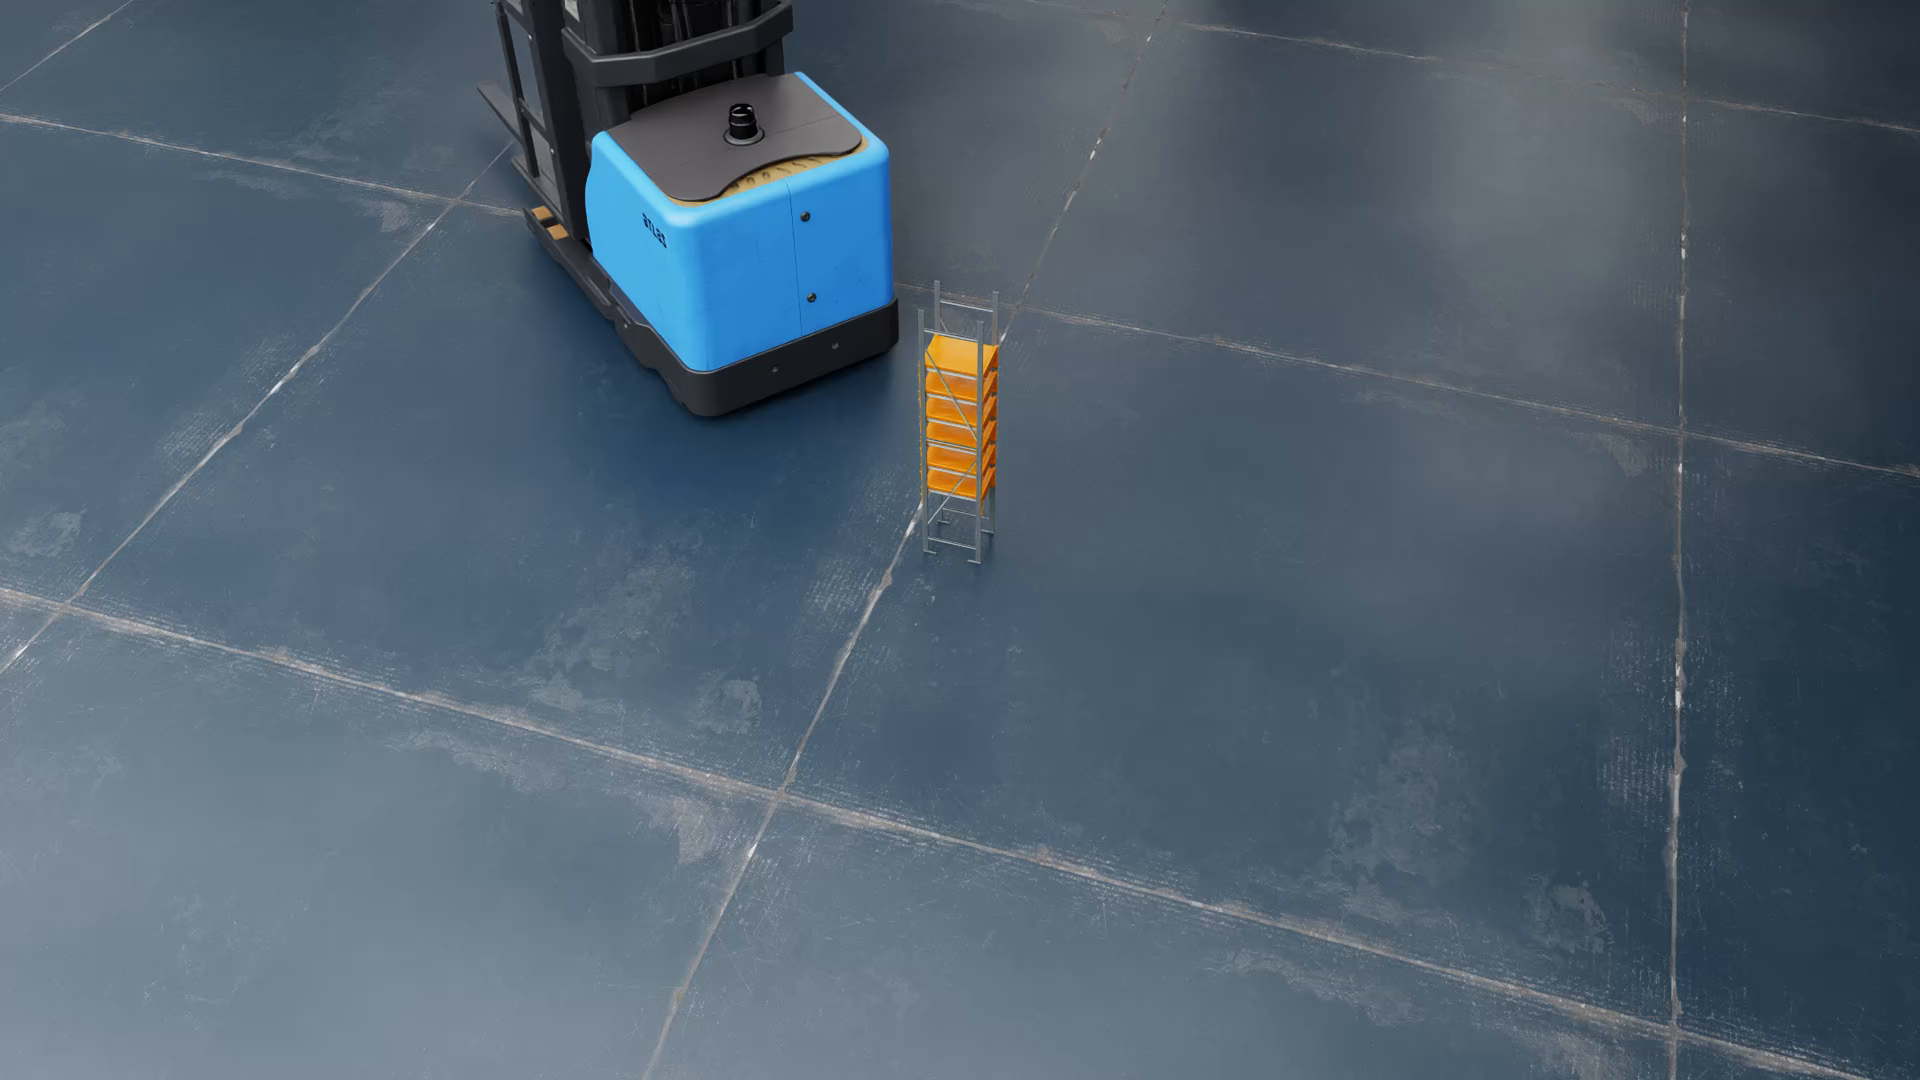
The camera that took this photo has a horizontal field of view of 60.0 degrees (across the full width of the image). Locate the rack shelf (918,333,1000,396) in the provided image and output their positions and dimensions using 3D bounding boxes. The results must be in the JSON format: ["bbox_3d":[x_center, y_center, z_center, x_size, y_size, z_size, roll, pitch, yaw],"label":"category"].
[{"bbox_3d":[-0.004,-0.645,6.100,0.258,0.103,0.180,13,46,12],"label":"rack shelf"}]

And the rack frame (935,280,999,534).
[{"bbox_3d":[0.023,-0.480,6.383,0.240,1.200,0.006,13,46,12],"label":"rack frame"}]

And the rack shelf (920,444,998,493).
[{"bbox_3d":[-0.004,-0.302,6.436,0.258,0.103,0.180,13,46,12],"label":"rack shelf"}]

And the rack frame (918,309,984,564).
[{"bbox_3d":[-0.032,-0.358,6.258,0.240,1.200,0.006,13,46,12],"label":"rack frame"}]

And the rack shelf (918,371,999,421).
[{"bbox_3d":[-0.004,-0.559,6.184,0.258,0.103,0.180,13,46,12],"label":"rack shelf"}]

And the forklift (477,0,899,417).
[{"bbox_3d":[-1.498,-2.588,7.299,1.130,2.935,3.031,-24,49,-23],"label":"forklift"}]

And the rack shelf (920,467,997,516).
[{"bbox_3d":[-0.004,-0.216,6.519,0.258,0.103,0.180,13,46,12],"label":"rack shelf"}]

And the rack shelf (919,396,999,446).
[{"bbox_3d":[-0.004,-0.473,6.268,0.258,0.103,0.180,13,46,12],"label":"rack shelf"}]

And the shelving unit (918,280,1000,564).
[{"bbox_3d":[-0.004,-0.419,6.321,0.258,1.200,0.189,13,46,12],"label":"shelving unit"}]

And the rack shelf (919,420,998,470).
[{"bbox_3d":[-0.004,-0.387,6.352,0.258,0.103,0.180,13,46,12],"label":"rack shelf"}]
